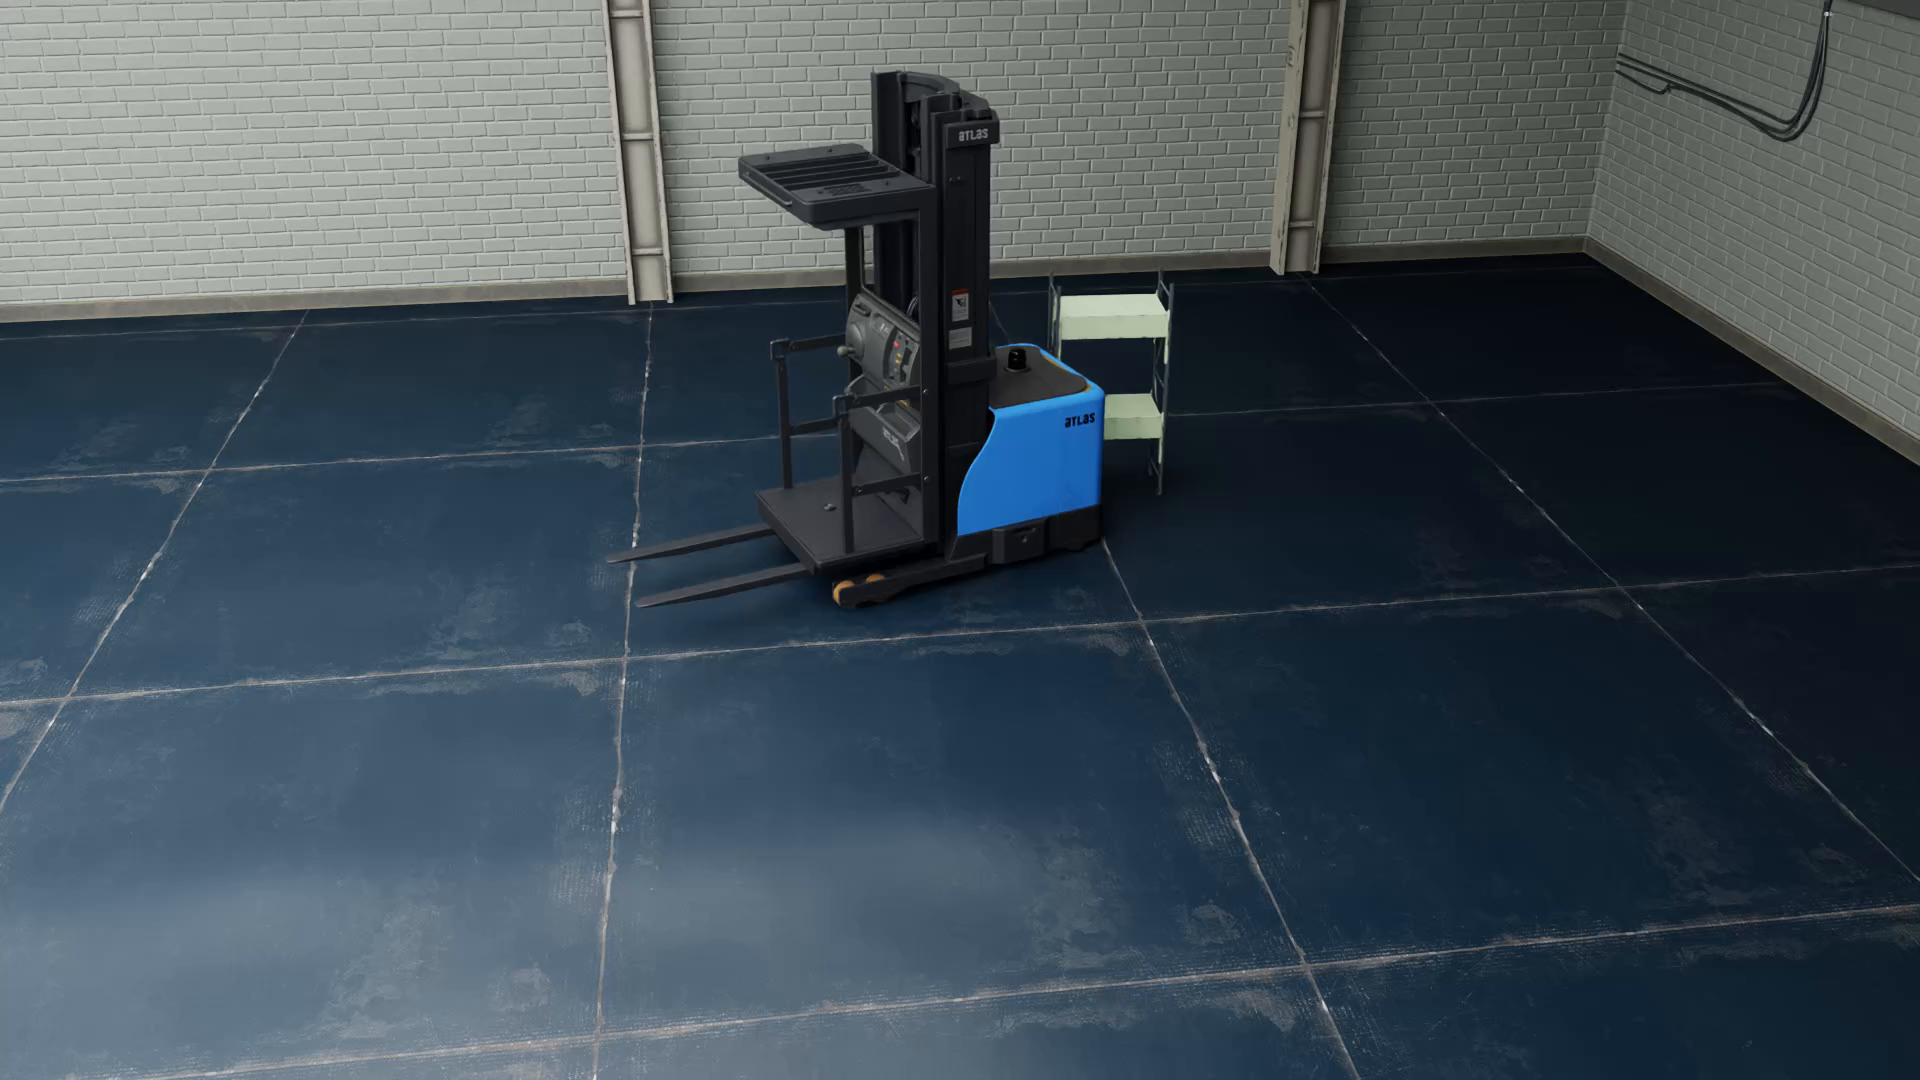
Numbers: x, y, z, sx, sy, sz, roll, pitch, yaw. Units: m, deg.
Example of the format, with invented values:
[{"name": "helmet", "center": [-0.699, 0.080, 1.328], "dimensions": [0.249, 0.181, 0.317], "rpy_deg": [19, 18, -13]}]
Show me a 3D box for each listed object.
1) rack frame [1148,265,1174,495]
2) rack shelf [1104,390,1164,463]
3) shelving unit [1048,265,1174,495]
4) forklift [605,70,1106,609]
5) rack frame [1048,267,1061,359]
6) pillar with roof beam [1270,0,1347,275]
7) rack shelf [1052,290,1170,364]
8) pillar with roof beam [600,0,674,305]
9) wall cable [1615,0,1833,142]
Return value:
[{"name": "rack frame", "center": [1.348, -1.067, 11.186], "dimensions": [0.023, 1.500, 0.400], "rpy_deg": [-2, 27, -4]}, {"name": "rack shelf", "center": [0.983, -0.763, 11.308], "dimensions": [0.720, 0.370, 0.431], "rpy_deg": [-2, 27, -4]}, {"name": "shelving unit", "center": [0.983, -1.053, 11.160], "dimensions": [0.755, 1.500, 0.431], "rpy_deg": [-2, 27, -4]}, {"name": "forklift", "center": [-0.642, -1.167, 9.813], "dimensions": [3.031, 2.935, 1.130], "rpy_deg": [-13, 30, -23]}, {"name": "rack frame", "center": [0.618, -1.040, 11.133], "dimensions": [0.023, 1.500, 0.400], "rpy_deg": [-2, 27, -4]}, {"name": "pillar with roof beam", "center": [3.761, -4.624, 9.904], "dimensions": [0.400, 9.000, 9.100], "rpy_deg": [-4, 27, -7]}, {"name": "rack shelf", "center": [0.983, -1.400, 10.981], "dimensions": [0.720, 0.370, 0.431], "rpy_deg": [-2, 27, -4]}, {"name": "pillar with roof beam", "center": [-2.181, -4.242, 9.160], "dimensions": [0.400, 9.000, 9.100], "rpy_deg": [-4, 27, -7]}, {"name": "wall cable", "center": [6.263, -4.778, 13.606], "dimensions": [0.112, 2.526, 3.097], "rpy_deg": [-4, 27, -7]}]
